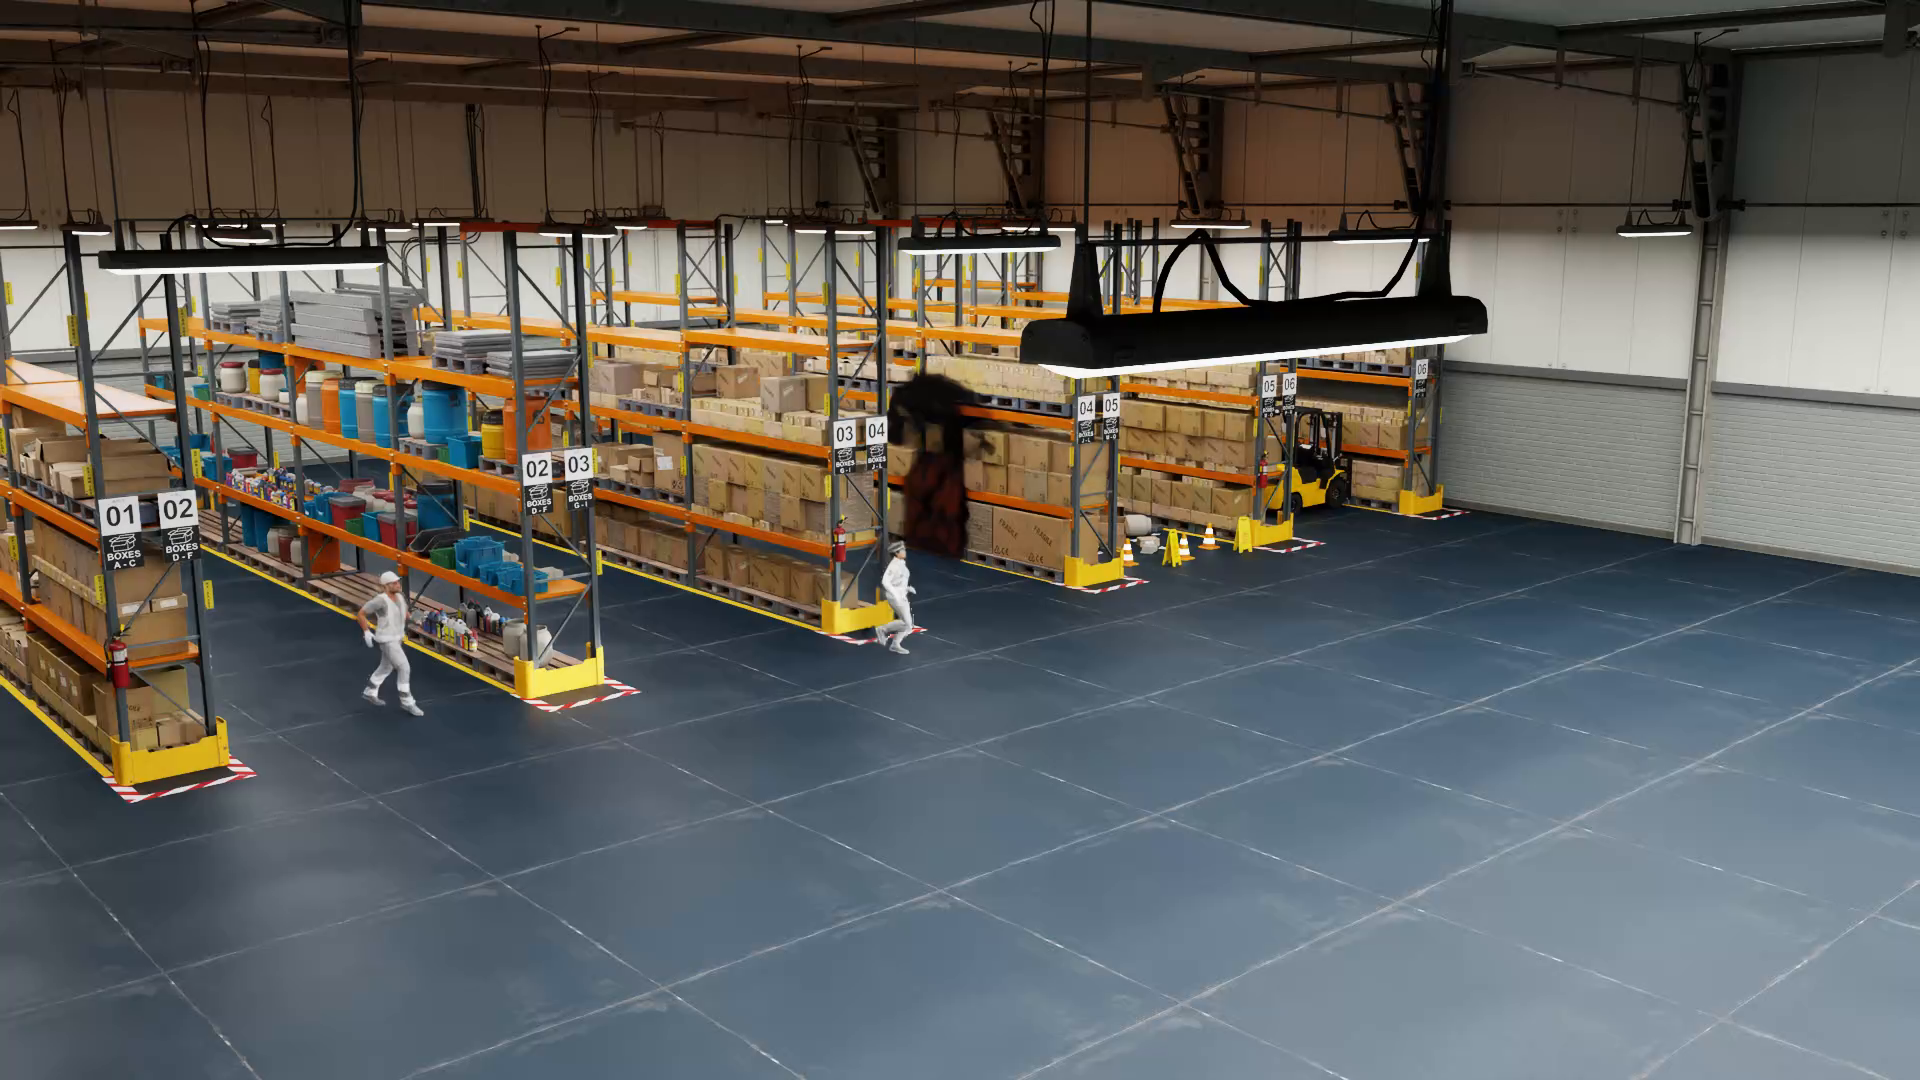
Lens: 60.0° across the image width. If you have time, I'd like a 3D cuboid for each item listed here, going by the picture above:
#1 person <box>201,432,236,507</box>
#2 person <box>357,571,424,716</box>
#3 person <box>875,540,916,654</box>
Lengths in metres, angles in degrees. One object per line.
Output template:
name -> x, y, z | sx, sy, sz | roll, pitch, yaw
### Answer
person -> -15.618, -1.456, 34.924 | 0.660, 1.677, 0.702 | -5, 12, -21
person -> -7.160, 1.293, 20.872 | 0.894, 1.836, 0.650 | 2, 12, 8
person -> -0.919, 0.811, 23.760 | 0.563, 1.653, 0.627 | 2, 12, 9
